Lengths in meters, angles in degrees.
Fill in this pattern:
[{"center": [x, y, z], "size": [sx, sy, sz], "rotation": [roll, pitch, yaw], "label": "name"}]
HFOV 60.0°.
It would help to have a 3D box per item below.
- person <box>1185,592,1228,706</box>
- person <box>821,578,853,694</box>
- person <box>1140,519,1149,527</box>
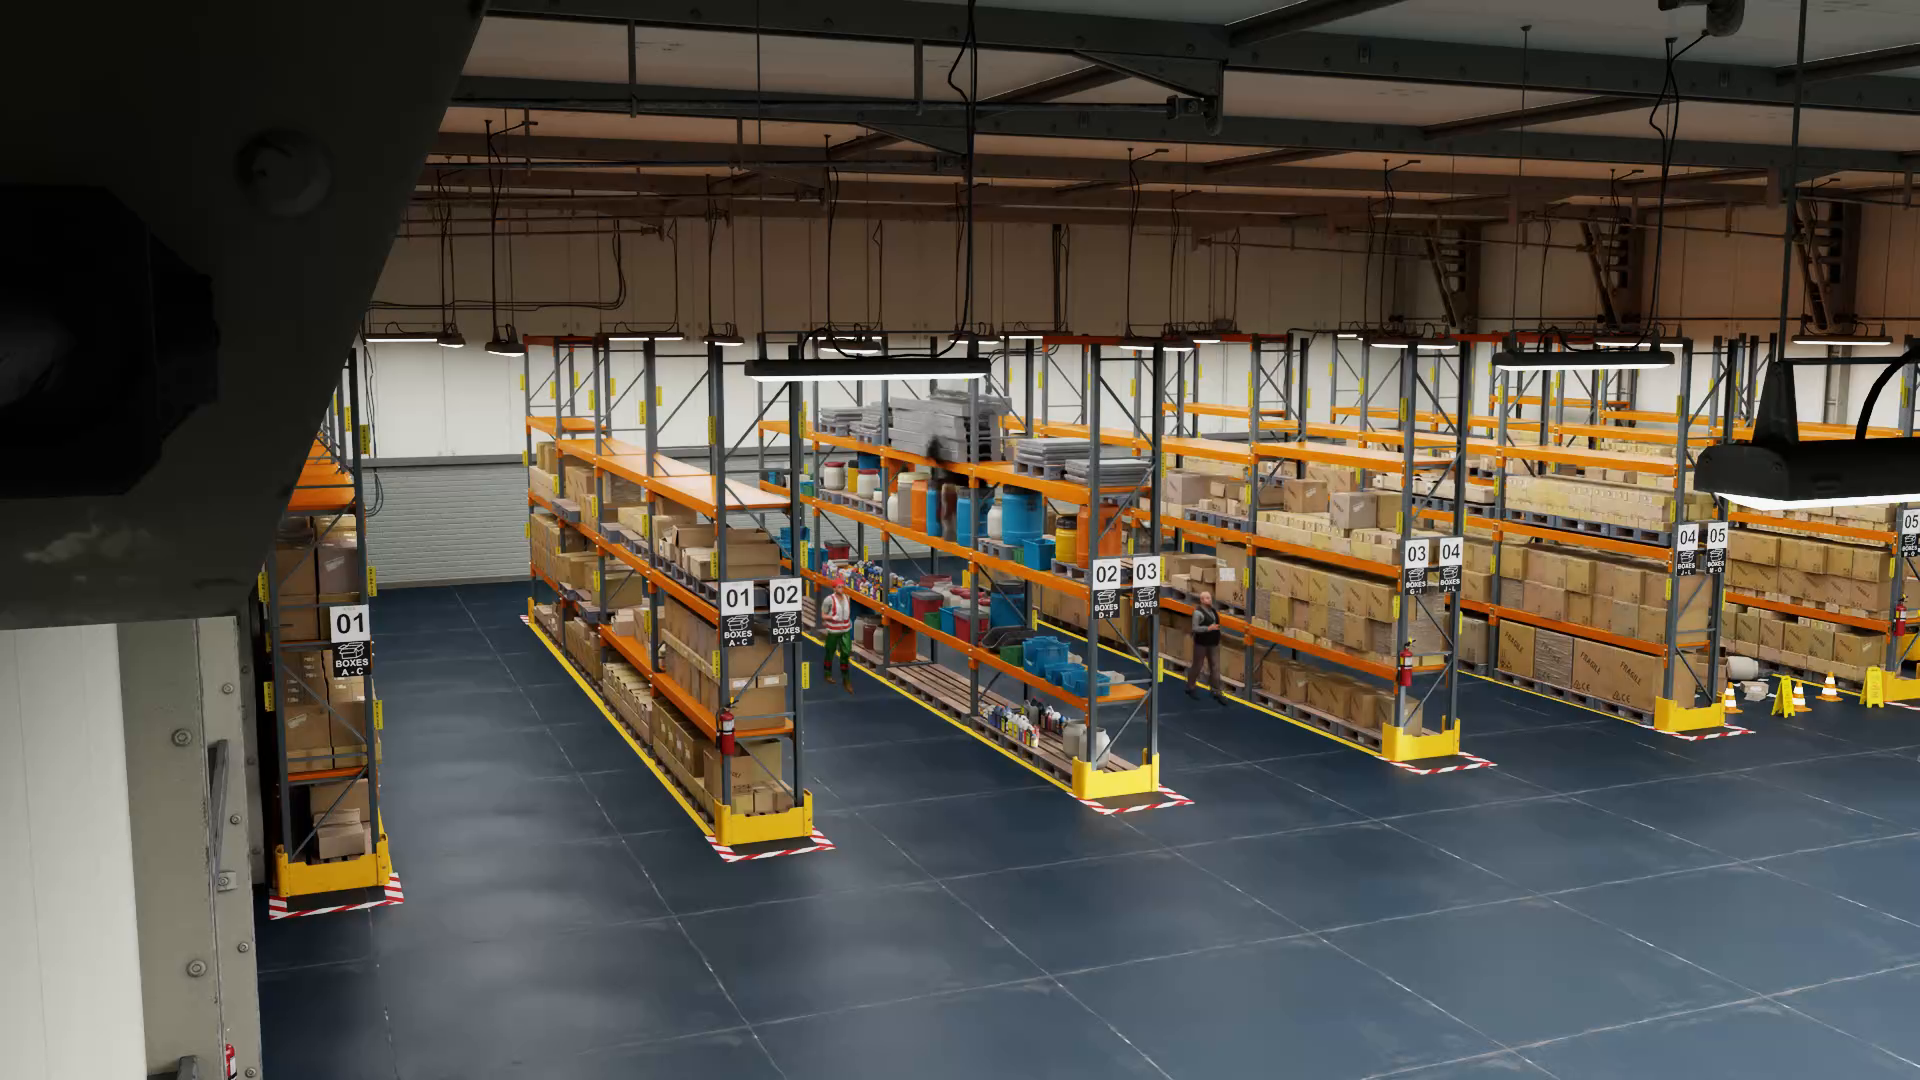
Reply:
[{"center": [3.884, 1.693, 26.168], "size": [0.650, 1.768, 0.775], "rotation": [-6, 9, -36], "label": "person"}, {"center": [-1.997, 1.554, 27.285], "size": [0.600, 1.890, 0.799], "rotation": [-4, 9, -28], "label": "person"}, {"center": [4.539, 0.065, 41.420], "size": [0.695, 1.597, 0.569], "rotation": [-7, 10, -42], "label": "person"}]
